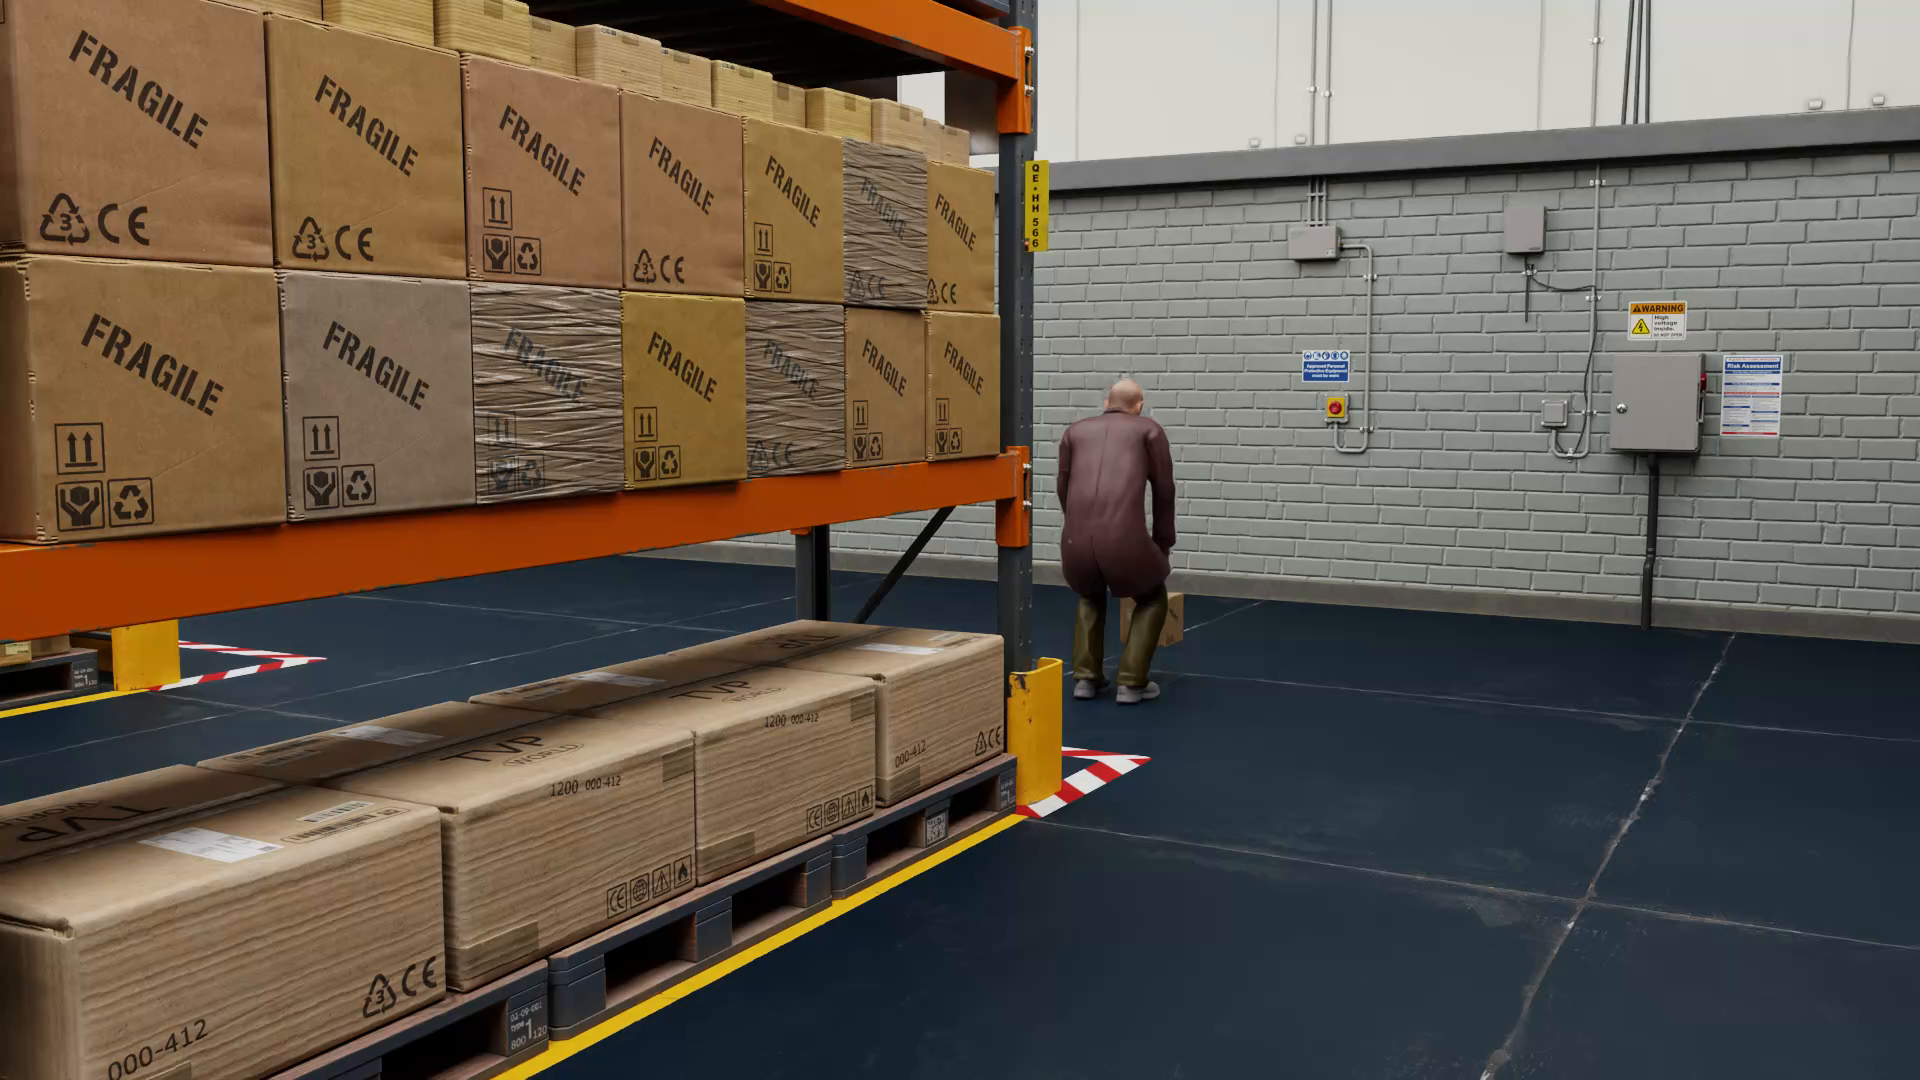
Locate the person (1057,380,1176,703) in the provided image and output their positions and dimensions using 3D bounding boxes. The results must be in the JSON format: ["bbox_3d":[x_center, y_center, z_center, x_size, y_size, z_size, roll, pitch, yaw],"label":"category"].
[{"bbox_3d":[0.739,-0.002,8.174,0.625,1.564,0.612,3,7,29],"label":"person"}]
